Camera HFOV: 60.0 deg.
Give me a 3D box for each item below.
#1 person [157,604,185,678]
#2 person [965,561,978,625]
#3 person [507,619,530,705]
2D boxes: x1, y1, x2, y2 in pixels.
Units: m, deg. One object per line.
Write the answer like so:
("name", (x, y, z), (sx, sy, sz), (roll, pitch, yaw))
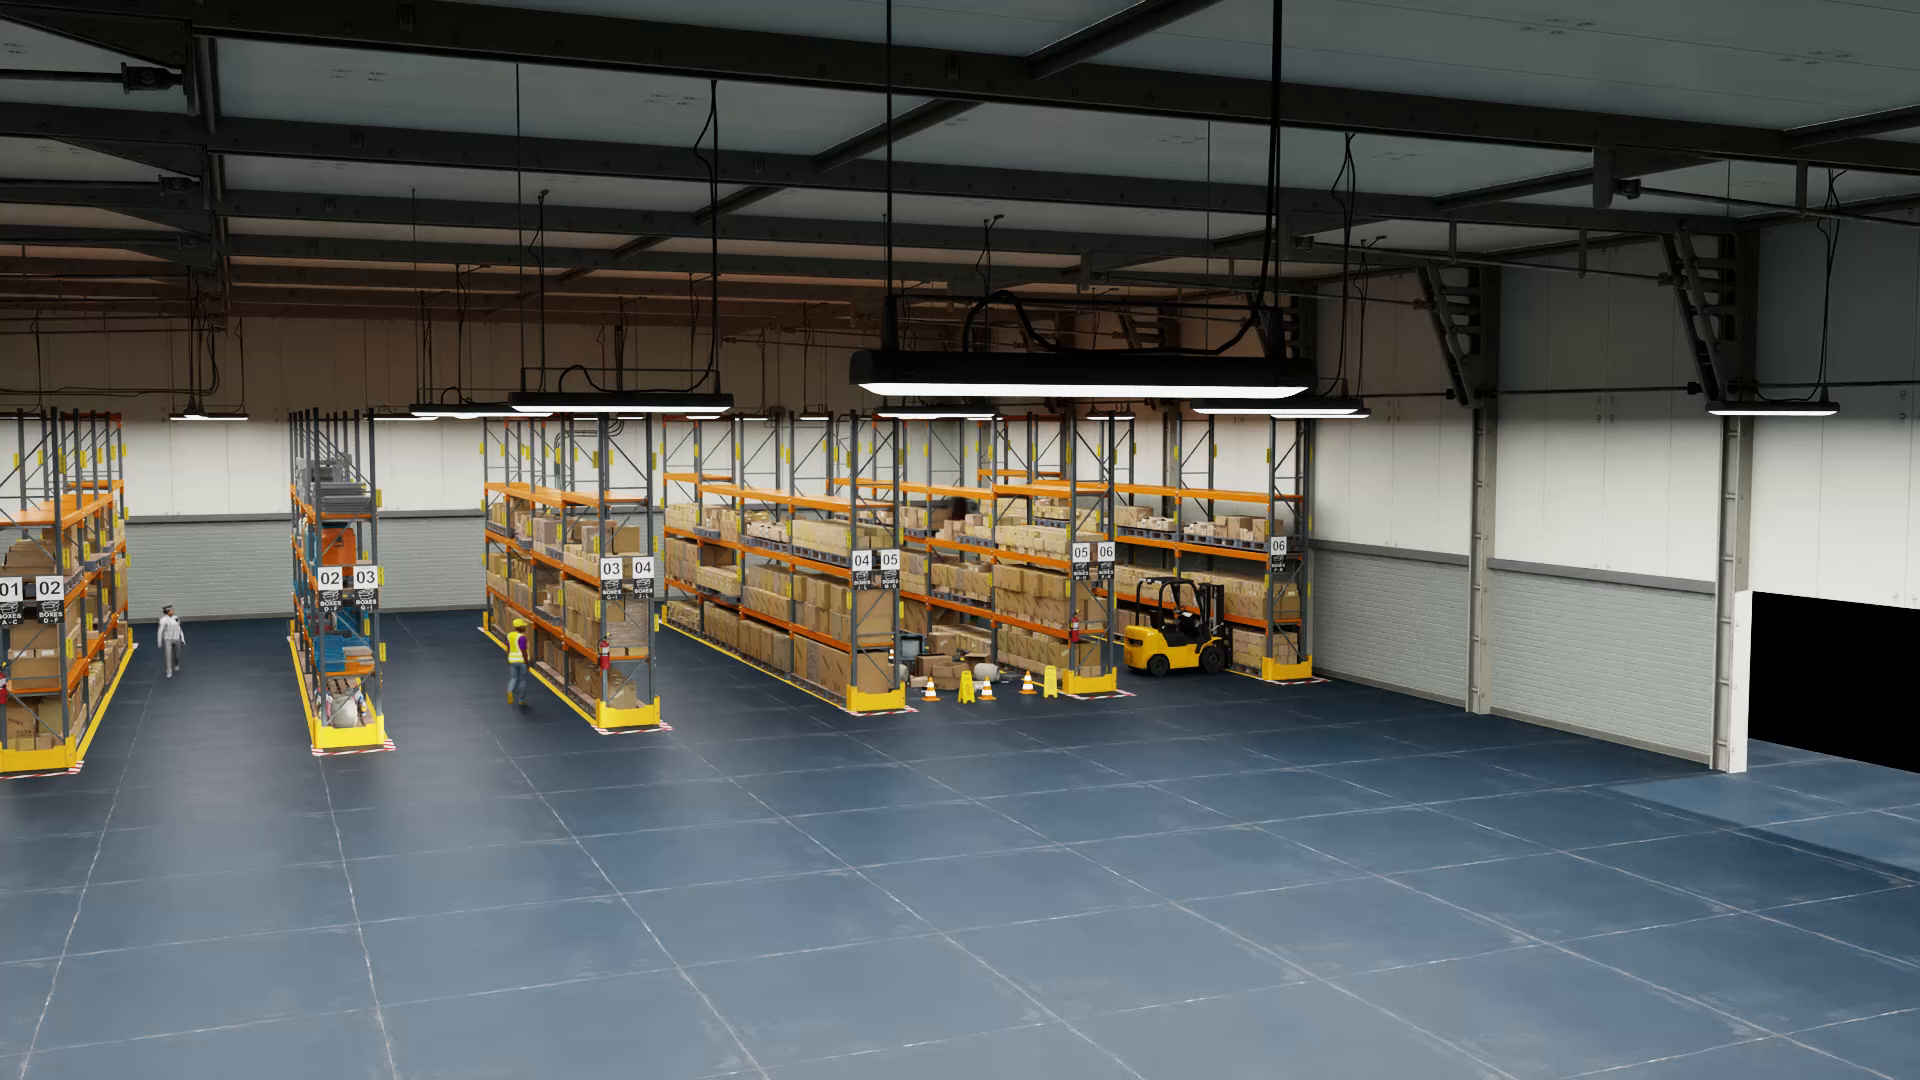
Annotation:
("person", (-17.894, 2.259, 37.708), (0.555, 1.635, 0.975), (-2, 5, -28))
("person", (0.336, 1.508, 47.468), (0.383, 1.805, 0.606), (1, 4, 9))
("person", (-8.959, 2.473, 33.652), (0.546, 1.759, 0.602), (1, 4, 11))
